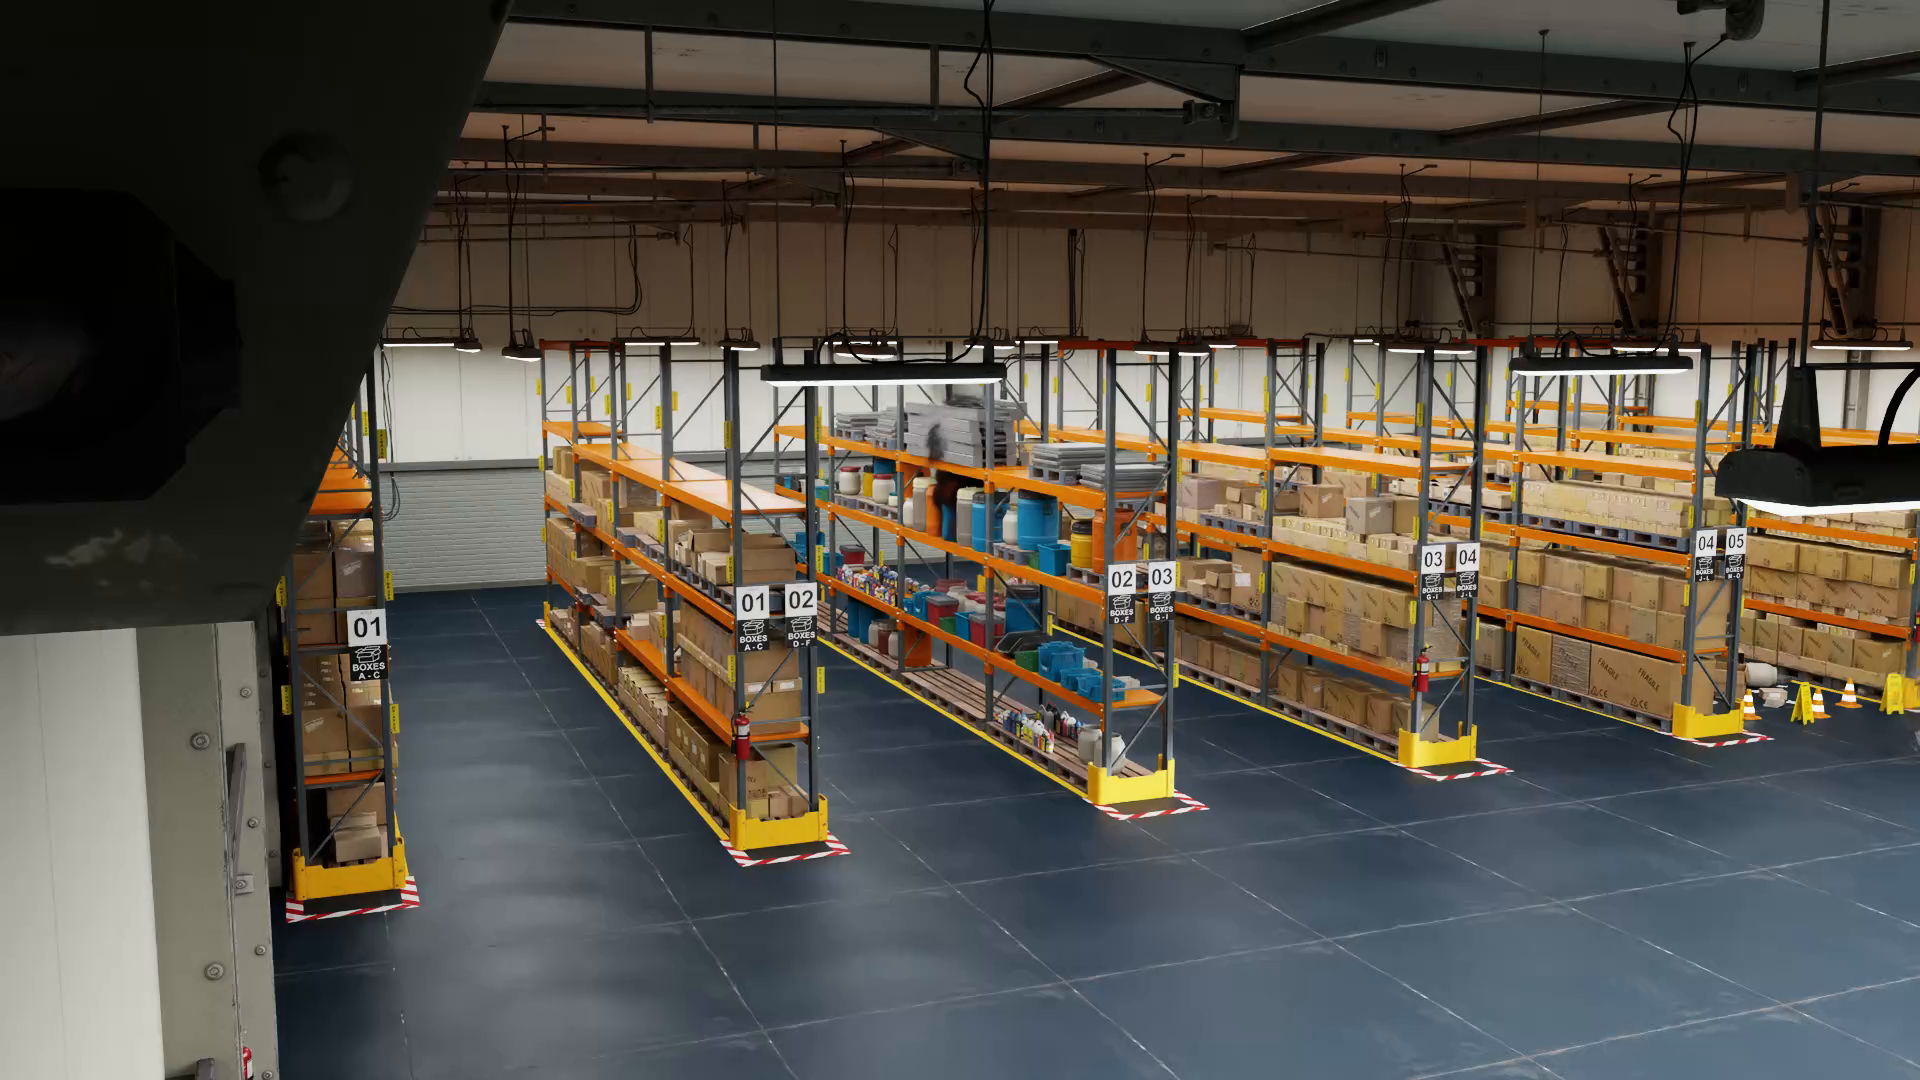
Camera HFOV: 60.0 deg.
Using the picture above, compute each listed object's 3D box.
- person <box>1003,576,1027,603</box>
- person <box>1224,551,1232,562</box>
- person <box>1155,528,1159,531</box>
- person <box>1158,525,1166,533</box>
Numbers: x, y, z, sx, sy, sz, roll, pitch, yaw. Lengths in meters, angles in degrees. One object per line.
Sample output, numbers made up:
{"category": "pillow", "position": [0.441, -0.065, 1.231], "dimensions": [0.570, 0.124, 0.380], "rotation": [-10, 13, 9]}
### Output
{"category": "person", "position": [1.050, 1.295, 31.926], "dimensions": [0.644, 1.699, 0.934], "rotation": [-4, 8, -26]}
{"category": "person", "position": [6.797, 0.141, 41.233], "dimensions": [0.764, 1.746, 0.753], "rotation": [4, 8, 28]}
{"category": "person", "position": [4.427, 0.500, 38.591], "dimensions": [0.694, 1.696, 0.788], "rotation": [-2, 8, -16]}
{"category": "person", "position": [5.307, -0.039, 42.393], "dimensions": [0.672, 1.749, 0.639], "rotation": [5, 9, 36]}
